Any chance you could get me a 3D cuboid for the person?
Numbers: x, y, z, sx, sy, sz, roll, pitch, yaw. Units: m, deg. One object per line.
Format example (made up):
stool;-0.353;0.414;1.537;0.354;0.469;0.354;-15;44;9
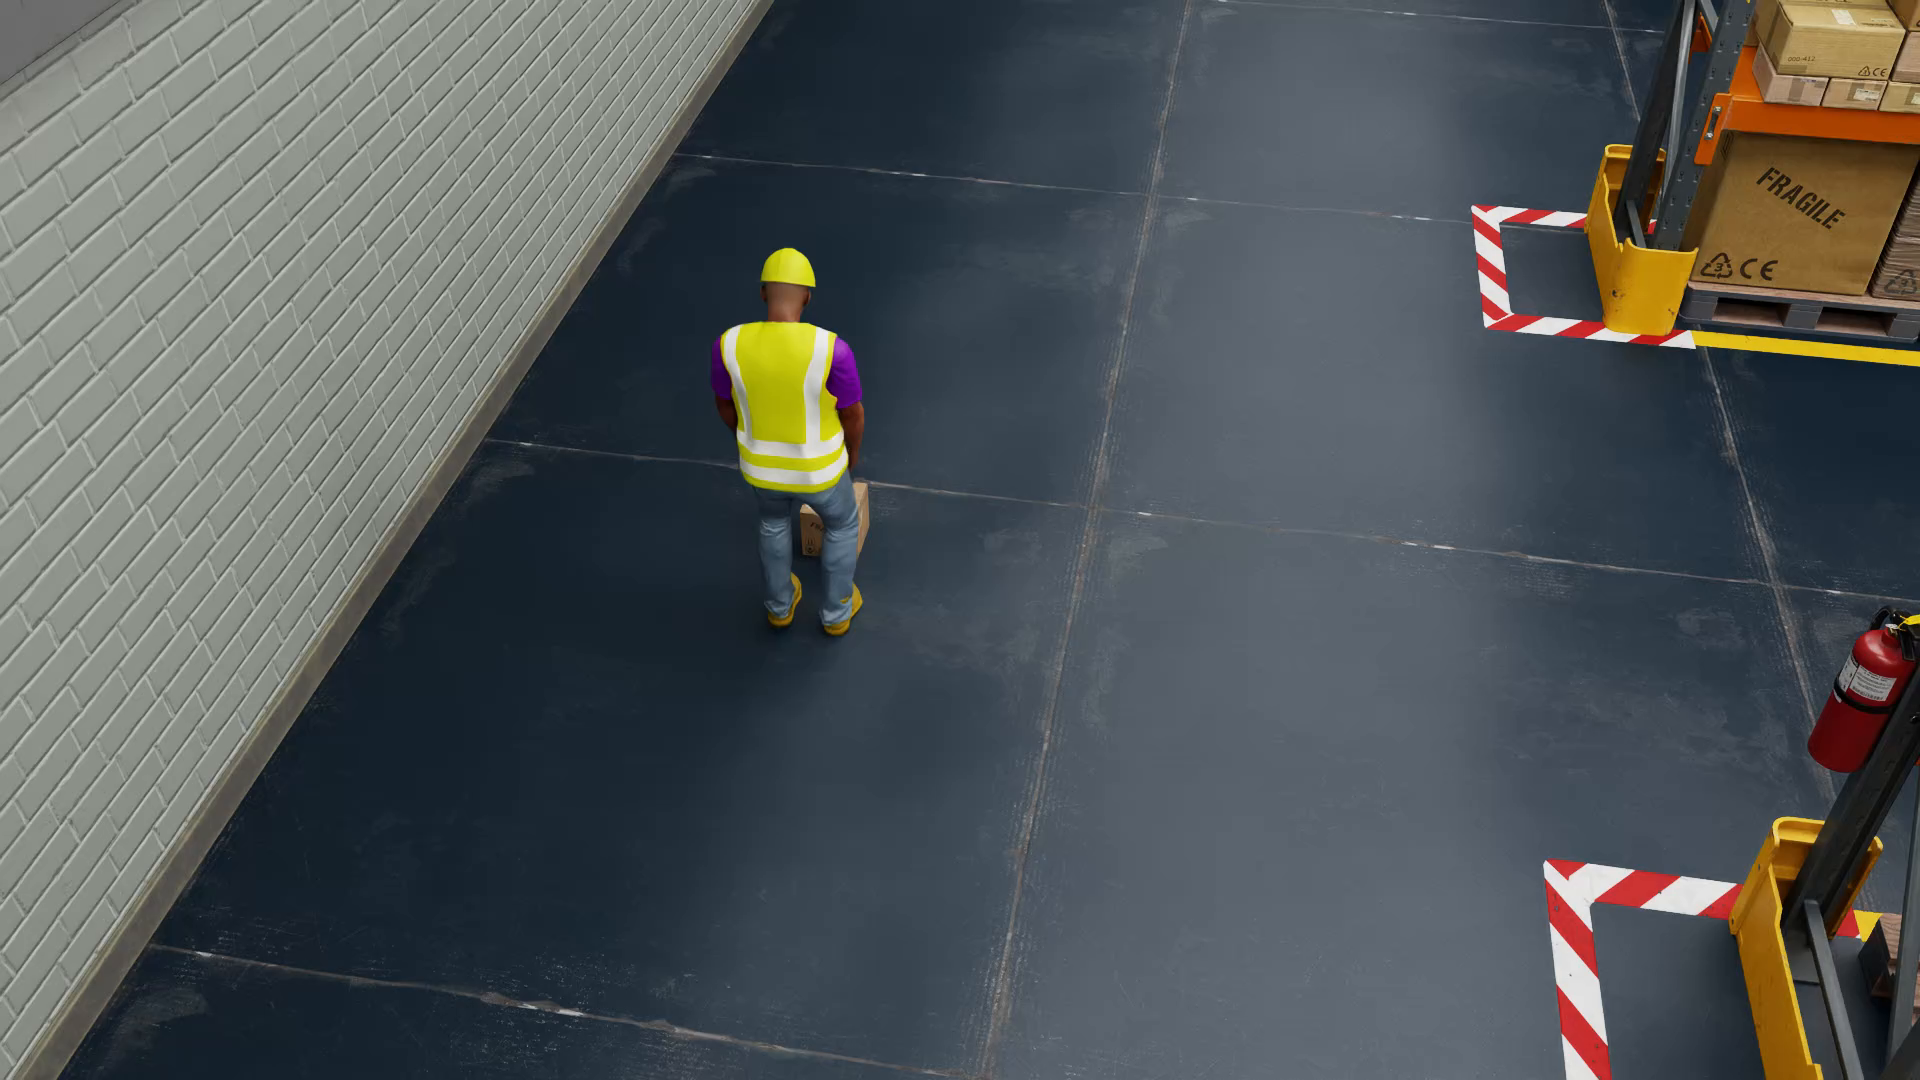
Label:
person;-0.662;-0.353;6.611;0.599;1.695;0.491;7;41;9
